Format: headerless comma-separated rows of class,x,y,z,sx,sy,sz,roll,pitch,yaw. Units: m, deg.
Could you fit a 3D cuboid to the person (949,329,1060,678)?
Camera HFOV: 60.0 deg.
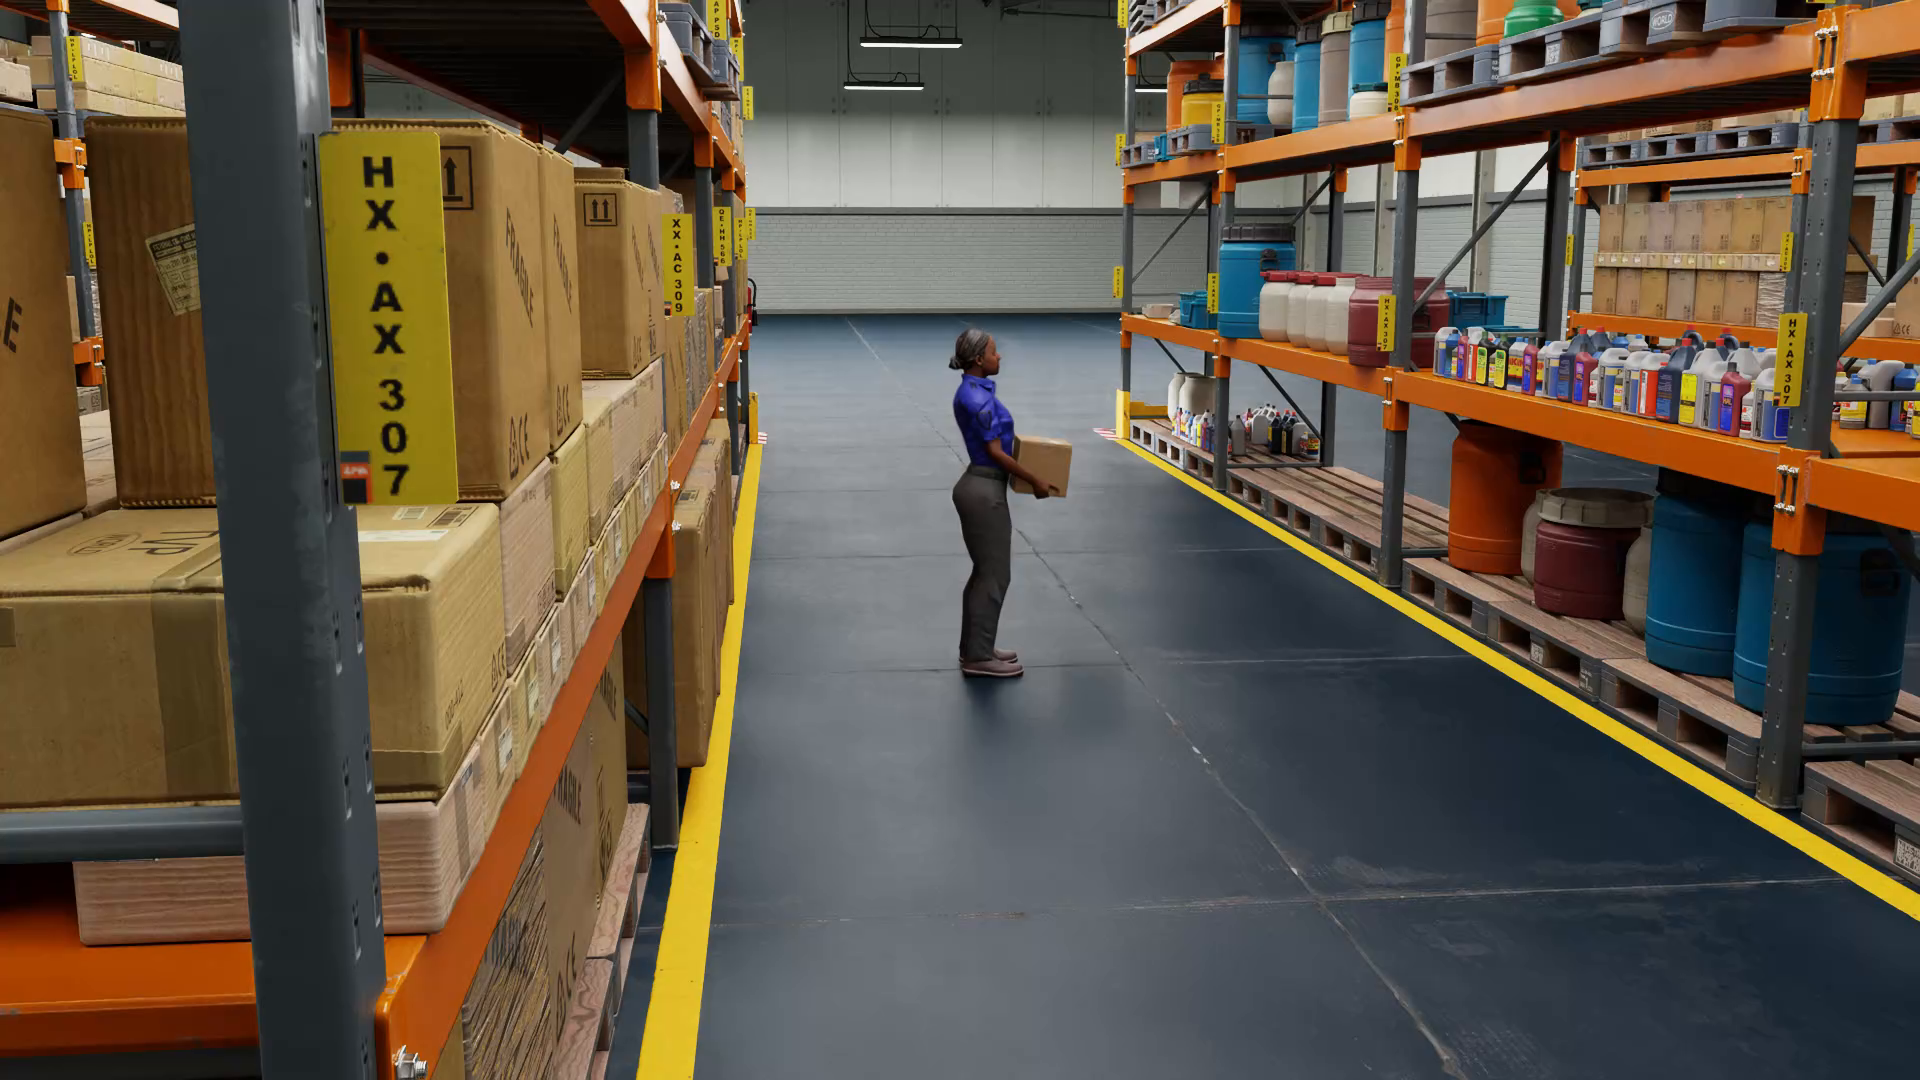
person,0.205,-0.182,7.971,0.518,1.650,0.451,-1,10,-4
